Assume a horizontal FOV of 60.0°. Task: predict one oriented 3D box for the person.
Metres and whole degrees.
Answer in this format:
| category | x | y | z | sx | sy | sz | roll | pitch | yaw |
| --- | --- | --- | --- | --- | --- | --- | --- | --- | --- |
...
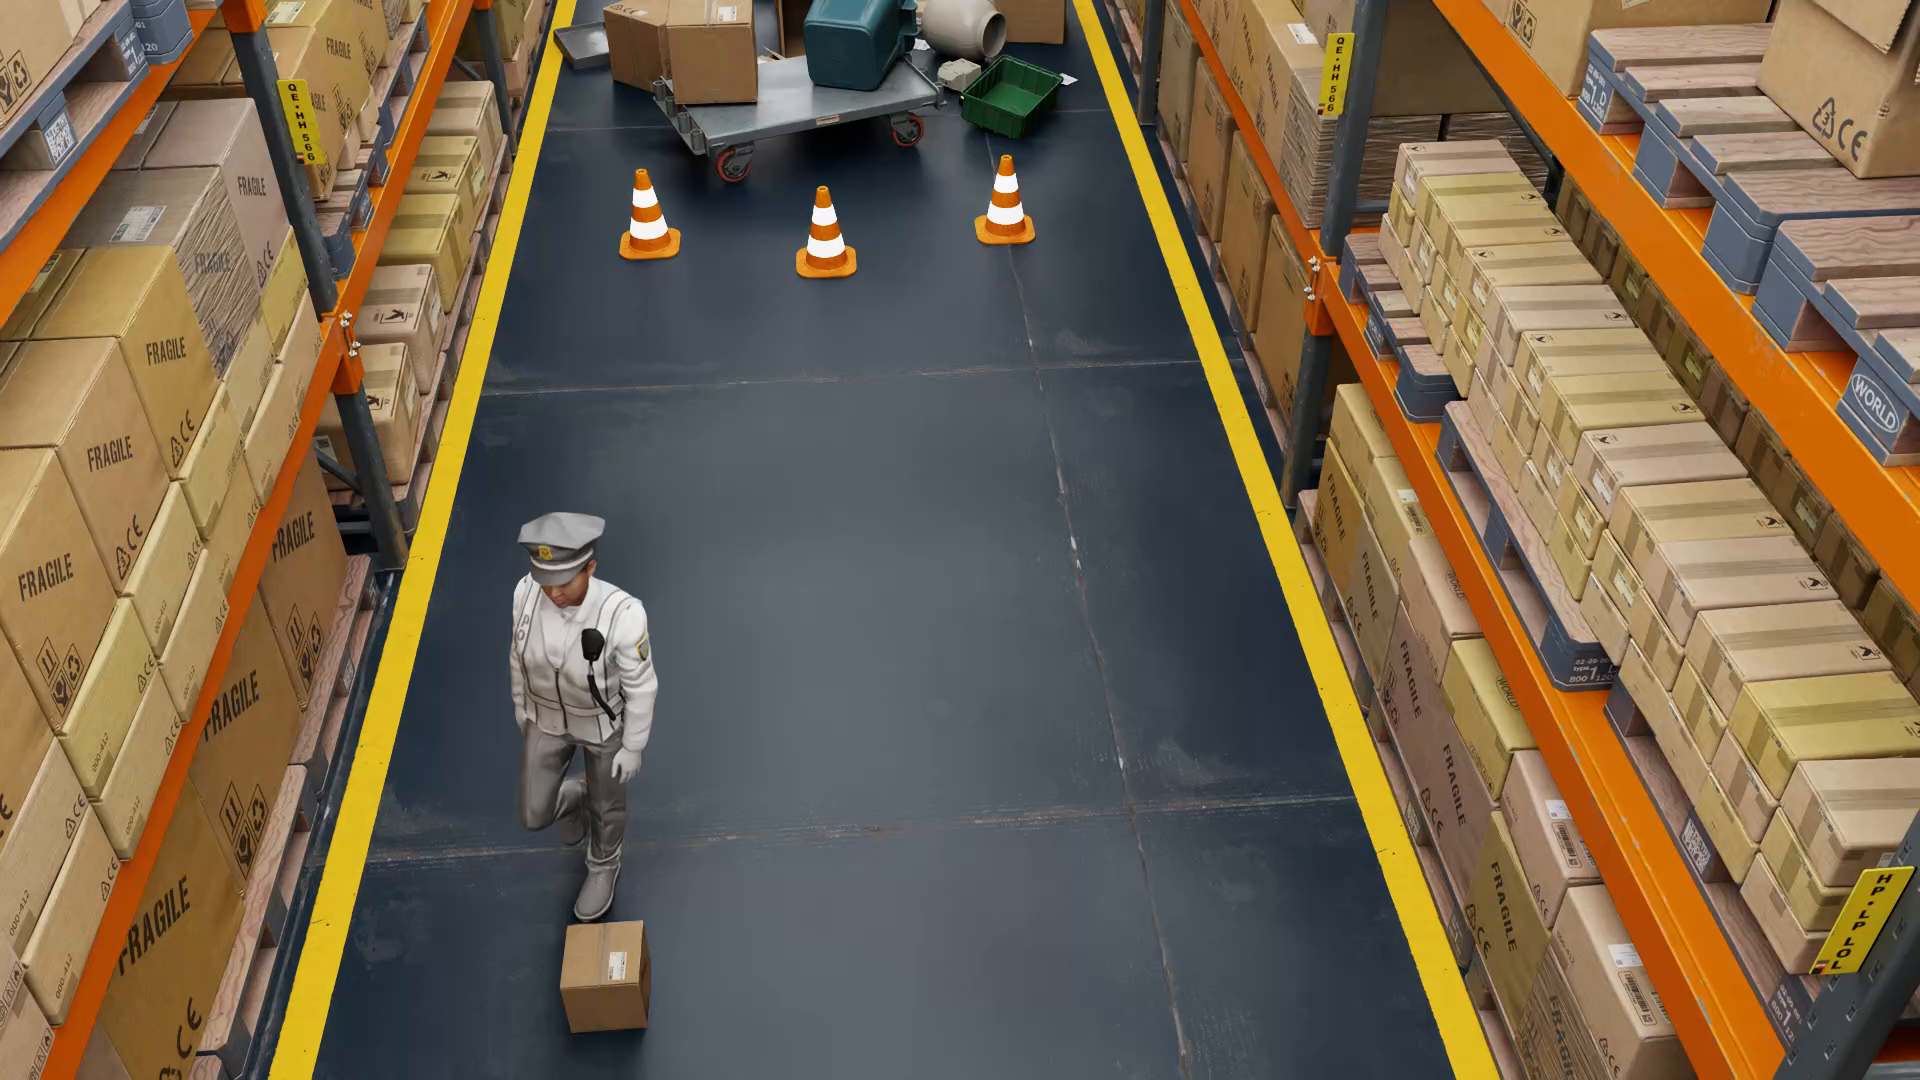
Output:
| category | x | y | z | sx | sy | sz | roll | pitch | yaw |
| --- | --- | --- | --- | --- | --- | --- | --- | --- | --- |
| person | -1.212 | 0.577 | 5.407 | 0.538 | 1.675 | 0.459 | 7 | 40 | 9 |
